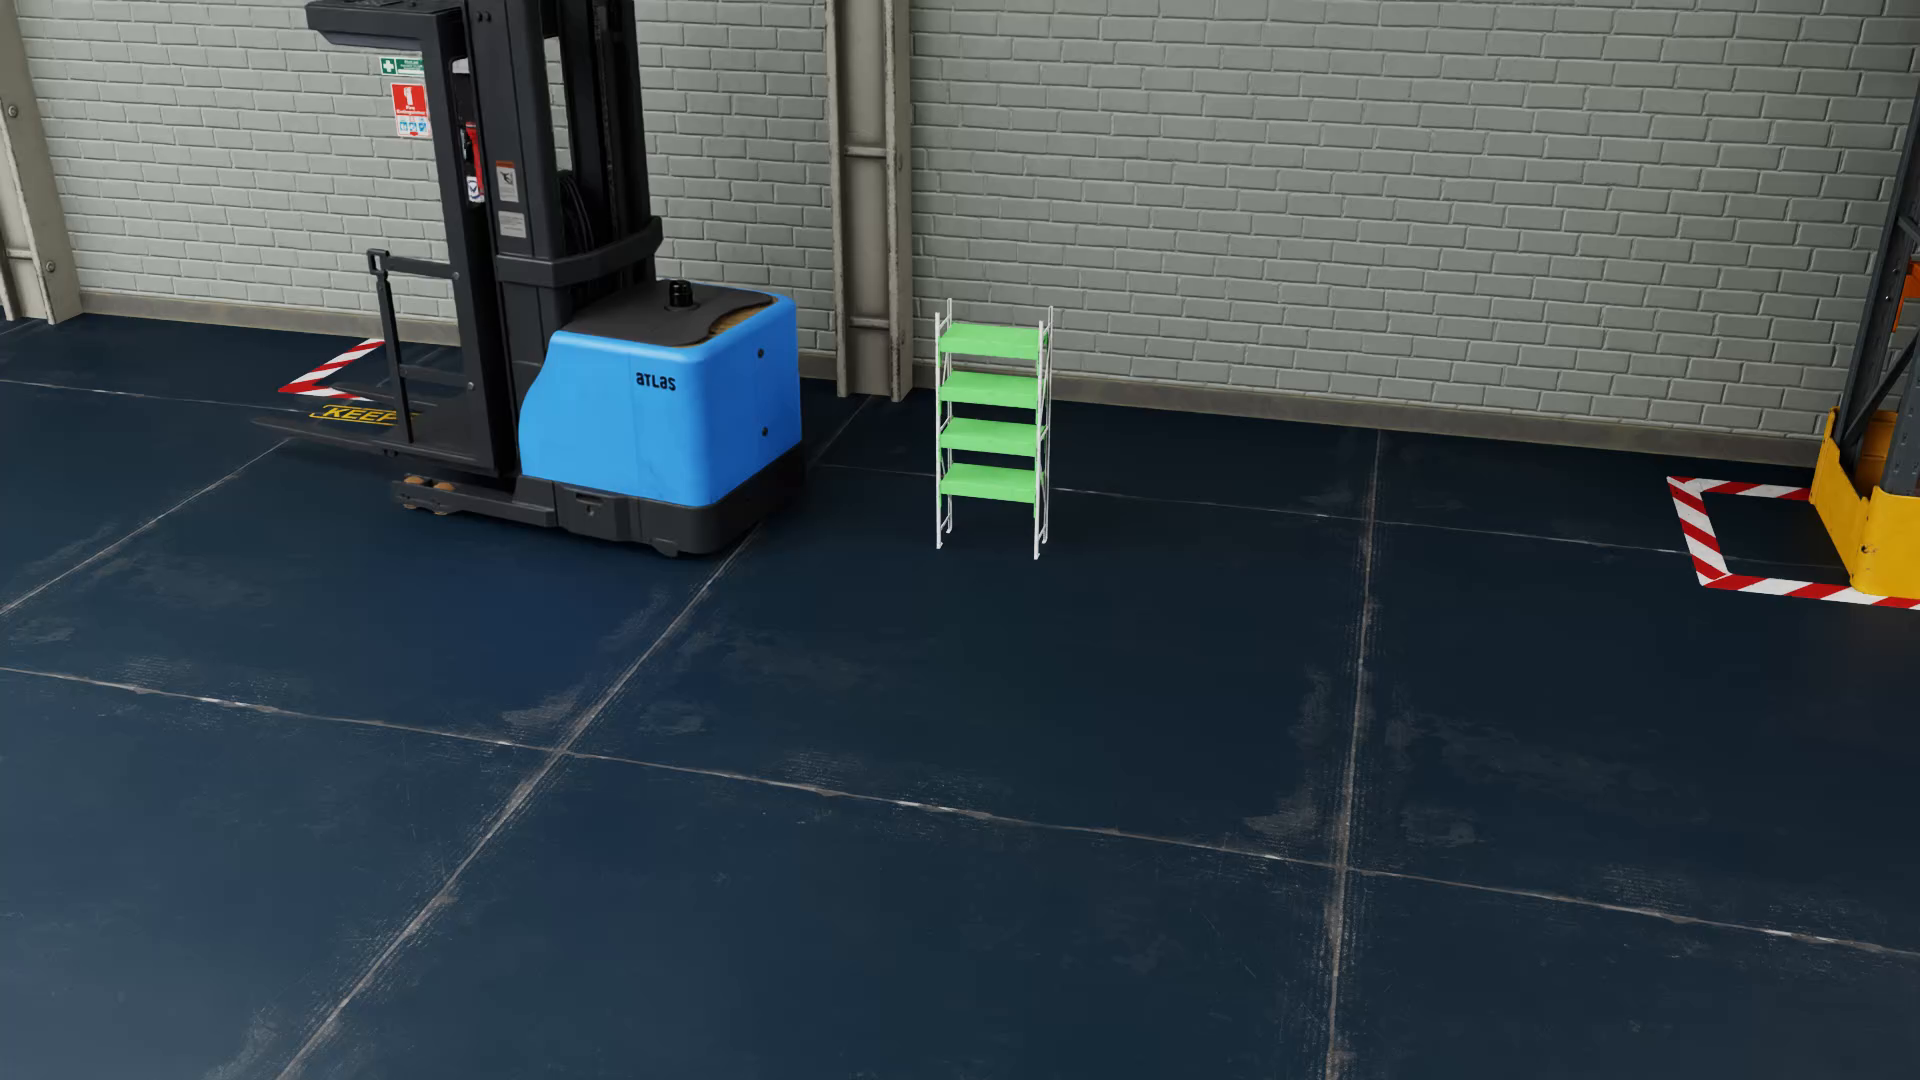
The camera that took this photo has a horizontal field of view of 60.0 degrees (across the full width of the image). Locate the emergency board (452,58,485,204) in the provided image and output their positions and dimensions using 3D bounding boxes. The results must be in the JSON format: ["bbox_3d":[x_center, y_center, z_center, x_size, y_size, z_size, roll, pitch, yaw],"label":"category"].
[{"bbox_3d":[-2.899,-2.548,10.112,0.643,1.169,0.194,6,26,13],"label":"emergency board"}]

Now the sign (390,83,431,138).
[{"bbox_3d":[-3.408,-2.666,10.319,0.234,0.329,0.001,6,26,13],"label":"sign"}]

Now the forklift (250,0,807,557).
[{"bbox_3d":[-2.368,-1.644,8.293,3.031,2.935,1.130,11,27,21],"label":"forklift"}]

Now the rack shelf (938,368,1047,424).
[{"bbox_3d":[0.160,-0.683,7.879,0.480,0.148,0.258,6,26,13],"label":"rack shelf"}]

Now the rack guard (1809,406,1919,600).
[{"bbox_3d":[4.476,-0.203,8.095,0.348,0.500,1.175,6,26,13],"label":"rack guard"}]

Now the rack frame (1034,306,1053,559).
[{"bbox_3d":[0.397,-0.498,7.900,0.015,1.200,0.240,6,26,13],"label":"rack frame"}]

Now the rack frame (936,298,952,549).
[{"bbox_3d":[-0.076,-0.550,8.010,0.015,1.200,0.240,6,26,13],"label":"rack frame"}]

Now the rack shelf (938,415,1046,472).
[{"bbox_3d":[0.160,-0.466,7.982,0.480,0.148,0.258,6,26,13],"label":"rack shelf"}]

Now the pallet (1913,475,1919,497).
[{"bbox_3d":[5.254,0.029,7.944,1.213,0.211,1.003,6,26,13],"label":"pallet"}]

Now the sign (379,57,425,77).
[{"bbox_3d":[-3.406,-2.901,10.196,0.331,0.109,0.001,6,26,13],"label":"sign"}]

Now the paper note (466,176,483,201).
[{"bbox_3d":[-3.053,-2.198,10.402,0.142,0.148,0.016,6,26,13],"label":"paper note"}]

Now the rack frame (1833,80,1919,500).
[{"bbox_3d":[4.403,-1.340,7.575,0.127,3.000,1.000,6,26,13],"label":"rack frame"}]

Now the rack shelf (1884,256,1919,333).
[{"bbox_3d":[6.340,-0.801,7.280,4.000,0.370,1.077,6,26,13],"label":"rack shelf"}]

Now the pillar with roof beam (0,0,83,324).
[{"bbox_3d":[-7.398,-3.826,5.818,0.400,9.000,9.100,6,26,13],"label":"pillar with roof beam"}]

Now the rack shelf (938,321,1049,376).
[{"bbox_3d":[0.160,-0.900,7.776,0.480,0.148,0.258,6,26,13],"label":"rack shelf"}]

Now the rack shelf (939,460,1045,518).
[{"bbox_3d":[0.160,-0.250,8.085,0.480,0.148,0.258,6,26,13],"label":"rack shelf"}]

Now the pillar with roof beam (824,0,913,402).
[{"bbox_3d":[-1.587,-3.184,4.469,0.400,9.000,9.100,6,26,13],"label":"pillar with roof beam"}]

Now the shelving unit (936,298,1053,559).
[{"bbox_3d":[0.160,-0.524,7.955,0.503,1.200,0.258,6,26,13],"label":"shelving unit"}]
